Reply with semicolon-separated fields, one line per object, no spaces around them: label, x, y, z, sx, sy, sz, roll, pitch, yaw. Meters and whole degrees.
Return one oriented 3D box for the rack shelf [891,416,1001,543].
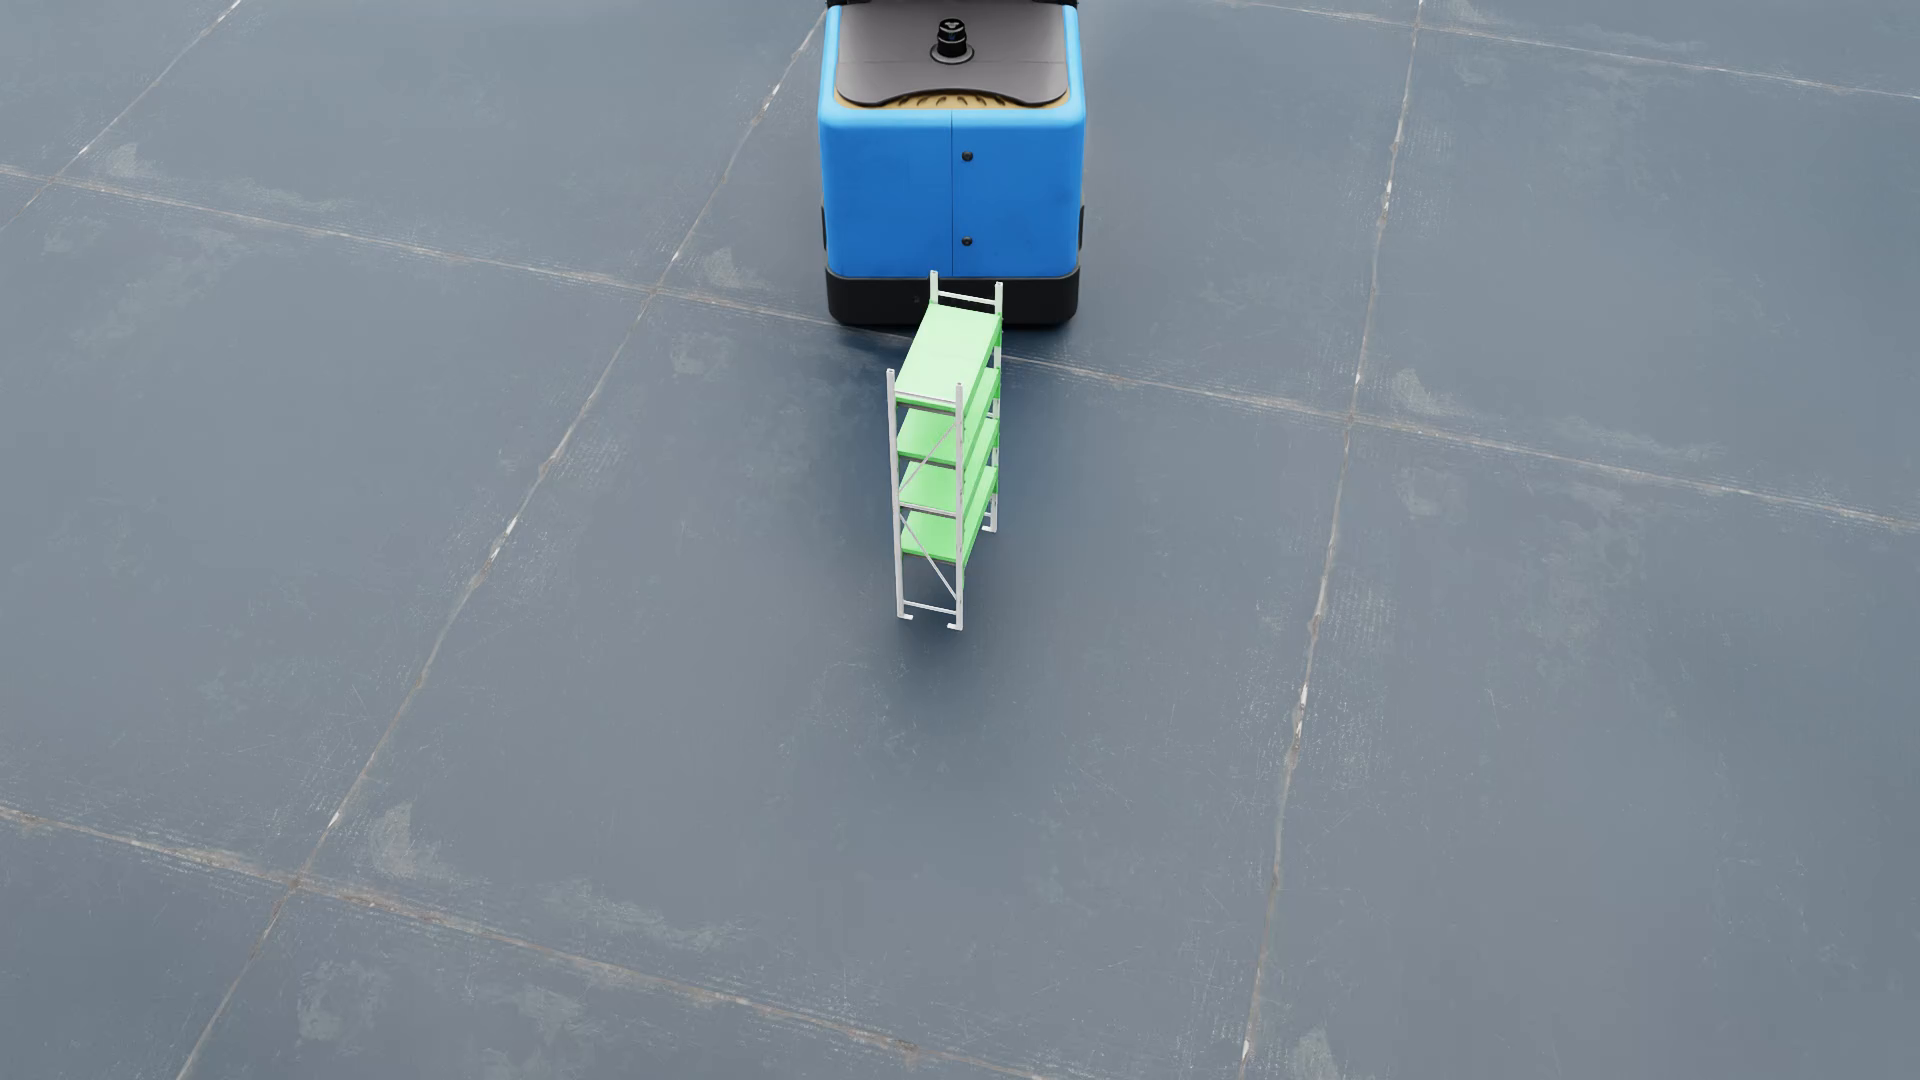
rack shelf;-0.044;-0.235;5.742;0.258;0.148;0.480;12;50;10

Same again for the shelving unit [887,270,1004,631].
shelving unit;-0.044;-0.277;5.694;0.258;1.200;0.503;12;50;10

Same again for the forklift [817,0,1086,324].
forklift;-0.034;-2.961;6.908;1.130;2.935;3.031;0;49;0

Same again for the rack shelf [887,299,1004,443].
rack shelf;-0.044;-0.553;5.382;0.258;0.148;0.480;12;50;10

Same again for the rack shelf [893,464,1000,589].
rack shelf;-0.044;-0.076;5.922;0.258;0.148;0.480;12;50;10

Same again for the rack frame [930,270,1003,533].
rack frame;0.021;-0.454;5.850;0.240;1.200;0.015;12;50;10

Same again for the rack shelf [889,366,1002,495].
rack shelf;-0.044;-0.394;5.562;0.258;0.148;0.480;12;50;10

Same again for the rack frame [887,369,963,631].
rack frame;-0.108;-0.101;5.539;0.240;1.200;0.015;12;50;10
